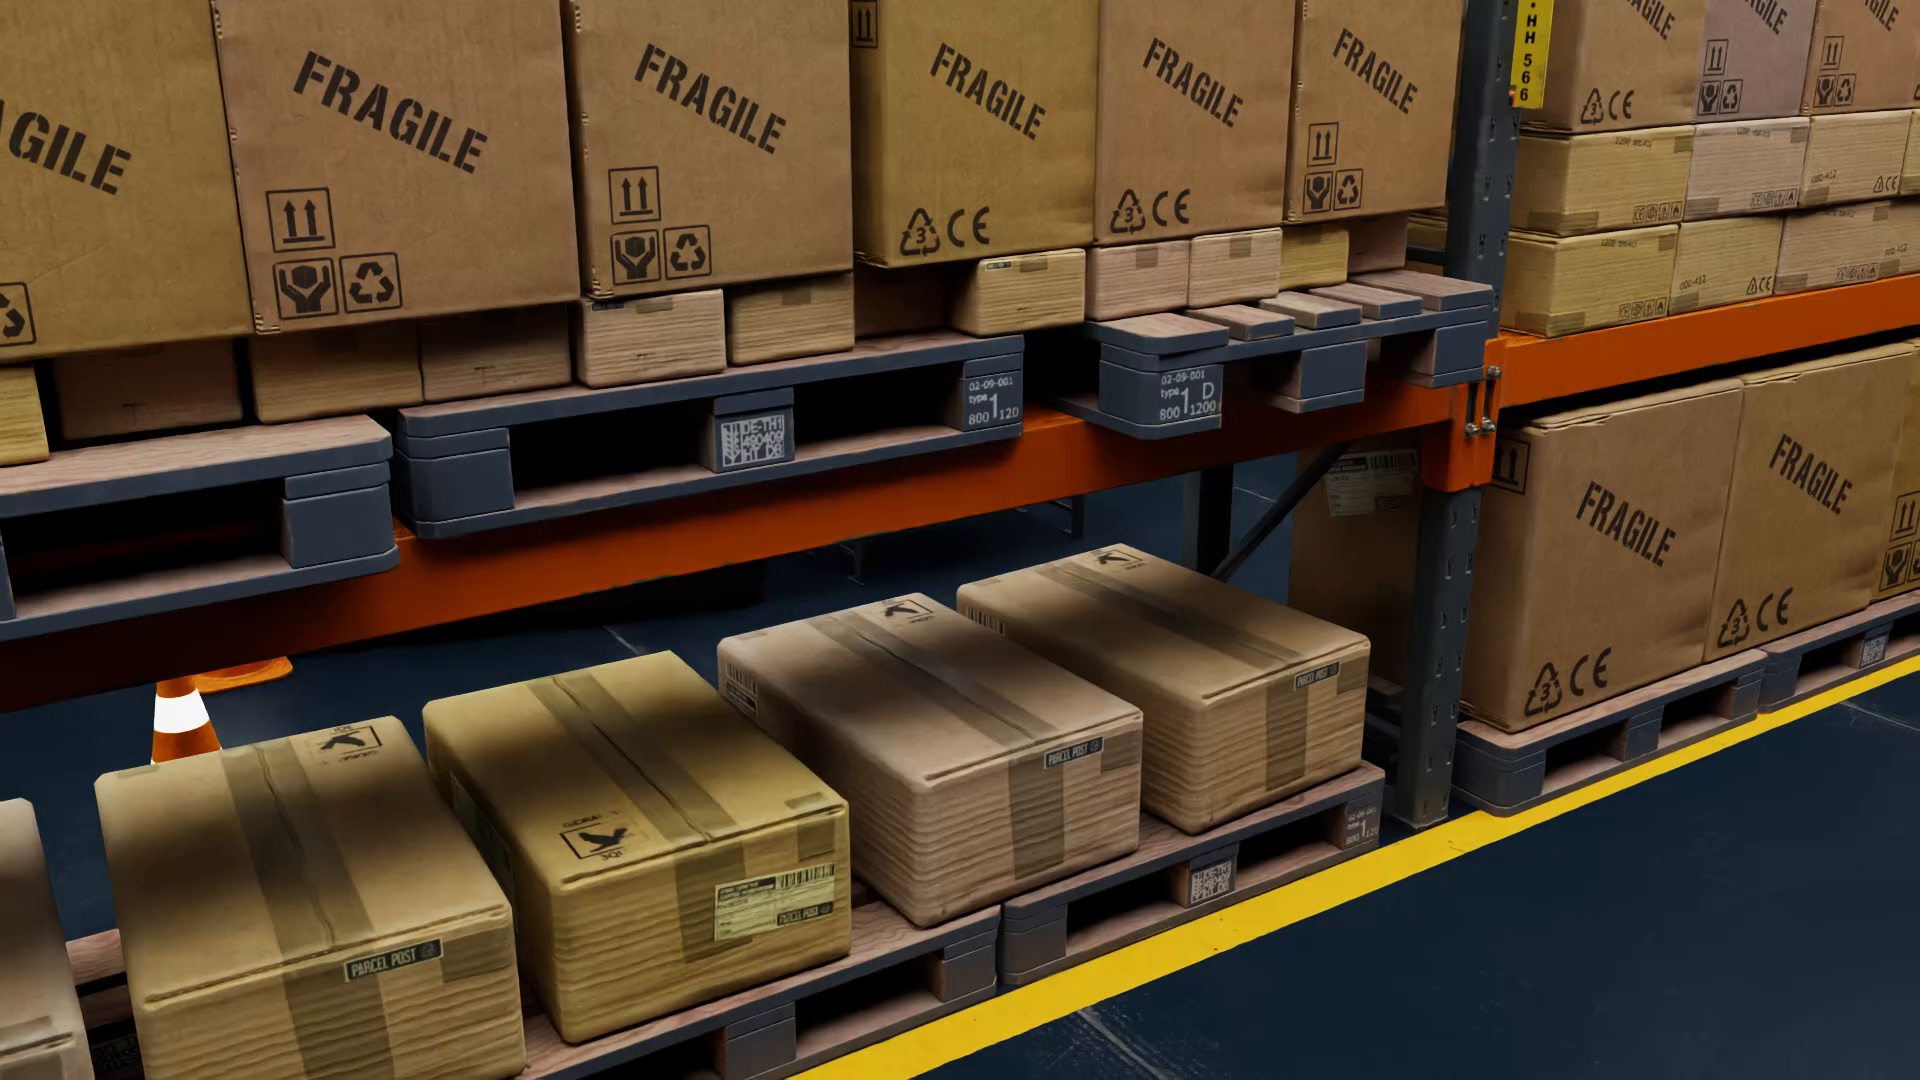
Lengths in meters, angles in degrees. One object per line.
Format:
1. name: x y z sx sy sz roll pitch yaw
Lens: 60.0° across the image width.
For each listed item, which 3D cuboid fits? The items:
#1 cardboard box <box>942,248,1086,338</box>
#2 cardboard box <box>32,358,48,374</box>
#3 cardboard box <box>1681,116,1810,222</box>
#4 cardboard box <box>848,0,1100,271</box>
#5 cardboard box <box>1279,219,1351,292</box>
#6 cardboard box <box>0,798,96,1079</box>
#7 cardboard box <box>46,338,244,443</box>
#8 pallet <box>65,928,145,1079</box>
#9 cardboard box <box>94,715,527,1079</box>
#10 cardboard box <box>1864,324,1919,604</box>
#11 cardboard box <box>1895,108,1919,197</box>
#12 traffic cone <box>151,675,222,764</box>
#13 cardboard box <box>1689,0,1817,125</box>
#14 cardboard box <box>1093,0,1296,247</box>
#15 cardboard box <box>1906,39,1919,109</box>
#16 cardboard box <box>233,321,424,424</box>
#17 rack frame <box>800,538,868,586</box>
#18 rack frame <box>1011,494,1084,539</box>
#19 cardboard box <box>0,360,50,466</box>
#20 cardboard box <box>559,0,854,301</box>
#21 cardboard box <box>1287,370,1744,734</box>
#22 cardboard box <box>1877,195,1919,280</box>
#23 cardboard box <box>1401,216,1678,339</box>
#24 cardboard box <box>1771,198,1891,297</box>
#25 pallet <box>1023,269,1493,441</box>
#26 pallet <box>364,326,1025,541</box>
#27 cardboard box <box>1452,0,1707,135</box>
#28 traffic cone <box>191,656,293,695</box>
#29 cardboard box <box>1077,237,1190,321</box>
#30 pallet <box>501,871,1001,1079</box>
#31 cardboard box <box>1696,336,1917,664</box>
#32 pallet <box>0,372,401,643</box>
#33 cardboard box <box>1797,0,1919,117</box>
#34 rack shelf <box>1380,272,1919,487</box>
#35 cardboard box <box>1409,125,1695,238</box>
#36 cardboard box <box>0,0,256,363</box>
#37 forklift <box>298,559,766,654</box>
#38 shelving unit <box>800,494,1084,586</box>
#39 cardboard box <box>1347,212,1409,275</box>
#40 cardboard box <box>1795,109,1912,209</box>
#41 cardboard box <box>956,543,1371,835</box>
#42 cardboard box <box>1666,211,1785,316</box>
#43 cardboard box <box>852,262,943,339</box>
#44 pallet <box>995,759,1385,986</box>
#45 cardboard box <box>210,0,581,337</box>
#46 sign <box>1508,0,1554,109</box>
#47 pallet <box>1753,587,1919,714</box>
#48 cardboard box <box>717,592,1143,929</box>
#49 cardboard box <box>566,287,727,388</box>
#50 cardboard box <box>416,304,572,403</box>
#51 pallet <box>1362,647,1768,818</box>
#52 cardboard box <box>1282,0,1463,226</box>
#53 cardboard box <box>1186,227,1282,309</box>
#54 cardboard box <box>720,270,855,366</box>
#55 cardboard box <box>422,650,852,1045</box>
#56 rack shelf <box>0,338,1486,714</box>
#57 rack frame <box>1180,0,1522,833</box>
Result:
1. cardboard box: 0.042 -0.525 3.352 0.250 0.149 0.380 -11 22 -30
2. cardboard box: -1.644 -0.420 3.040 0.250 0.149 0.380 -12 22 -32
3. cardboard box: 1.984 -1.063 4.660 0.500 0.250 0.500 -11 22 -30
4. cardboard box: -0.080 -0.833 3.249 0.500 0.500 0.500 -14 23 -35
5. cardboard box: 0.665 -0.676 3.798 0.250 0.149 0.380 -12 22 -31
6. cardboard box: -1.911 0.874 2.924 0.625 0.372 0.950 -12 22 -31
7. cardboard box: -1.304 -0.284 2.637 0.250 0.149 0.380 -10 21 -28
8. pallet: -1.698 1.104 3.148 1.213 0.211 1.003 -12 22 -31
9. cardboard box: -1.312 0.746 3.301 0.625 0.372 0.950 -10 21 -28
10. cardboard box: 3.110 -0.389 5.873 0.875 0.875 0.875 -11 22 -30
11. cardboard box: 2.838 -1.234 5.164 0.500 0.250 0.500 -11 22 -30
12. traffic cone: -2.082 0.530 4.455 0.334 0.463 0.336 -12 22 -31
13. cardboard box: 1.949 -1.416 4.532 0.500 0.500 0.500 -12 22 -31
14. cardboard box: 0.341 -0.922 3.513 0.500 0.500 0.500 -12 22 -32
15. cardboard box: 2.812 -1.591 5.050 0.500 0.500 0.500 -12 22 -31
16. cardboard box: -1.066 -0.318 2.738 0.250 0.149 0.380 -12 22 -31
17. rack frame: -0.496 -0.606 6.195 0.032 1.500 0.500 -12 22 -31
18. rack frame: 0.353 -0.785 6.725 0.032 1.500 0.500 -12 22 -31
19. cardboard box: -1.499 -0.213 2.429 0.250 0.149 0.380 -11 22 -30
20. cardboard box: -0.537 -0.737 2.966 0.500 0.500 0.500 -13 23 -34
21. cardboard box: 1.616 -0.075 4.946 0.875 0.875 0.875 -12 22 -32
22. cardboard box: 2.811 -1.005 5.269 0.500 0.250 0.500 -12 22 -31
23. cardboard box: 1.540 -0.731 4.459 0.500 0.250 0.500 -12 22 -32
24. cardboard box: 2.401 -0.917 5.009 0.500 0.250 0.500 -11 22 -30
25. pallet: 0.457 -0.539 3.954 1.003 0.211 1.213 -12 22 -31
26. pallet: -0.638 -0.333 3.346 1.213 0.211 1.003 -12 22 -31
27. cardboard box: 1.540 -1.326 4.266 0.500 0.500 0.500 -13 22 -33
28. traffic cone: -2.390 0.211 5.397 0.334 0.463 0.336 -12 22 -31
29. cardboard box: 0.264 -0.578 3.506 0.250 0.149 0.380 -13 23 -34
30. pallet: -0.678 0.888 3.788 1.213 0.211 1.003 -12 22 -31
31. cardboard box: 2.363 -0.231 5.407 0.875 0.875 0.875 -12 22 -31
32. pallet: -1.629 -0.084 2.609 1.213 0.211 1.003 -12 22 -31
33. cardboard box: 2.389 -1.503 4.790 0.500 0.500 0.500 -11 22 -30
34. rack shelf: 2.664 -0.795 5.536 4.000 0.370 1.077 -12 22 -31
35. cardboard box: 1.552 -0.973 4.391 0.500 0.250 0.500 -12 22 -32
36. cardboard box: -1.380 -0.560 2.443 0.500 0.500 0.500 -12 22 -31
37. forklift: -2.285 -1.174 5.641 3.031 2.935 1.130 -5 19 -15
38. shelving unit: -0.071 -0.695 6.460 1.048 1.500 0.538 -12 22 -31
39. cardboard box: 0.849 -0.743 3.995 0.250 0.149 0.380 -11 22 -29
40. cardboard box: 2.408 -1.148 4.910 0.500 0.250 0.500 -12 22 -32
41. cardboard box: 0.516 0.359 4.446 0.625 0.372 0.950 -14 23 -35
42. cardboard box: 1.959 -0.827 4.740 0.500 0.250 0.500 -13 22 -33
43. cardboard box: -0.237 -0.515 3.321 0.250 0.149 0.380 -12 22 -31
44. pallet: 0.340 0.675 4.419 1.213 0.211 1.003 -12 22 -31
45. cardboard box: -0.960 -0.644 2.689 0.500 0.500 0.500 -12 22 -32
46. sign: 1.300 -1.151 3.782 0.005 0.325 0.100 -12 22 -31
47. pallet: 2.711 0.205 5.808 1.213 0.211 1.003 -12 22 -31
48. cardboard box: -0.096 0.491 4.055 0.625 0.372 0.950 -12 22 -32
49. cardboard box: -0.608 -0.394 2.963 0.250 0.149 0.380 -11 22 -29
50. cardboard box: -0.859 -0.361 2.865 0.250 0.149 0.380 -12 22 -31
51. pallet: 1.693 0.419 5.177 1.213 0.211 1.003 -12 22 -31
52. cardboard box: 0.766 -1.016 3.791 0.500 0.500 0.500 -13 22 -33
53. cardboard box: 0.479 -0.620 3.631 0.250 0.149 0.380 -12 22 -32
54. cardboard box: -0.402 -0.449 3.125 0.250 0.149 0.380 -13 22 -33
55. cardboard box: -0.733 0.623 3.665 0.625 0.372 0.950 -11 22 -30
56. rack shelf: -0.677 -0.090 3.452 4.000 0.370 1.077 -12 22 -31
57. rack frame: 0.993 -0.784 4.379 0.127 3.000 1.000 -12 22 -31
